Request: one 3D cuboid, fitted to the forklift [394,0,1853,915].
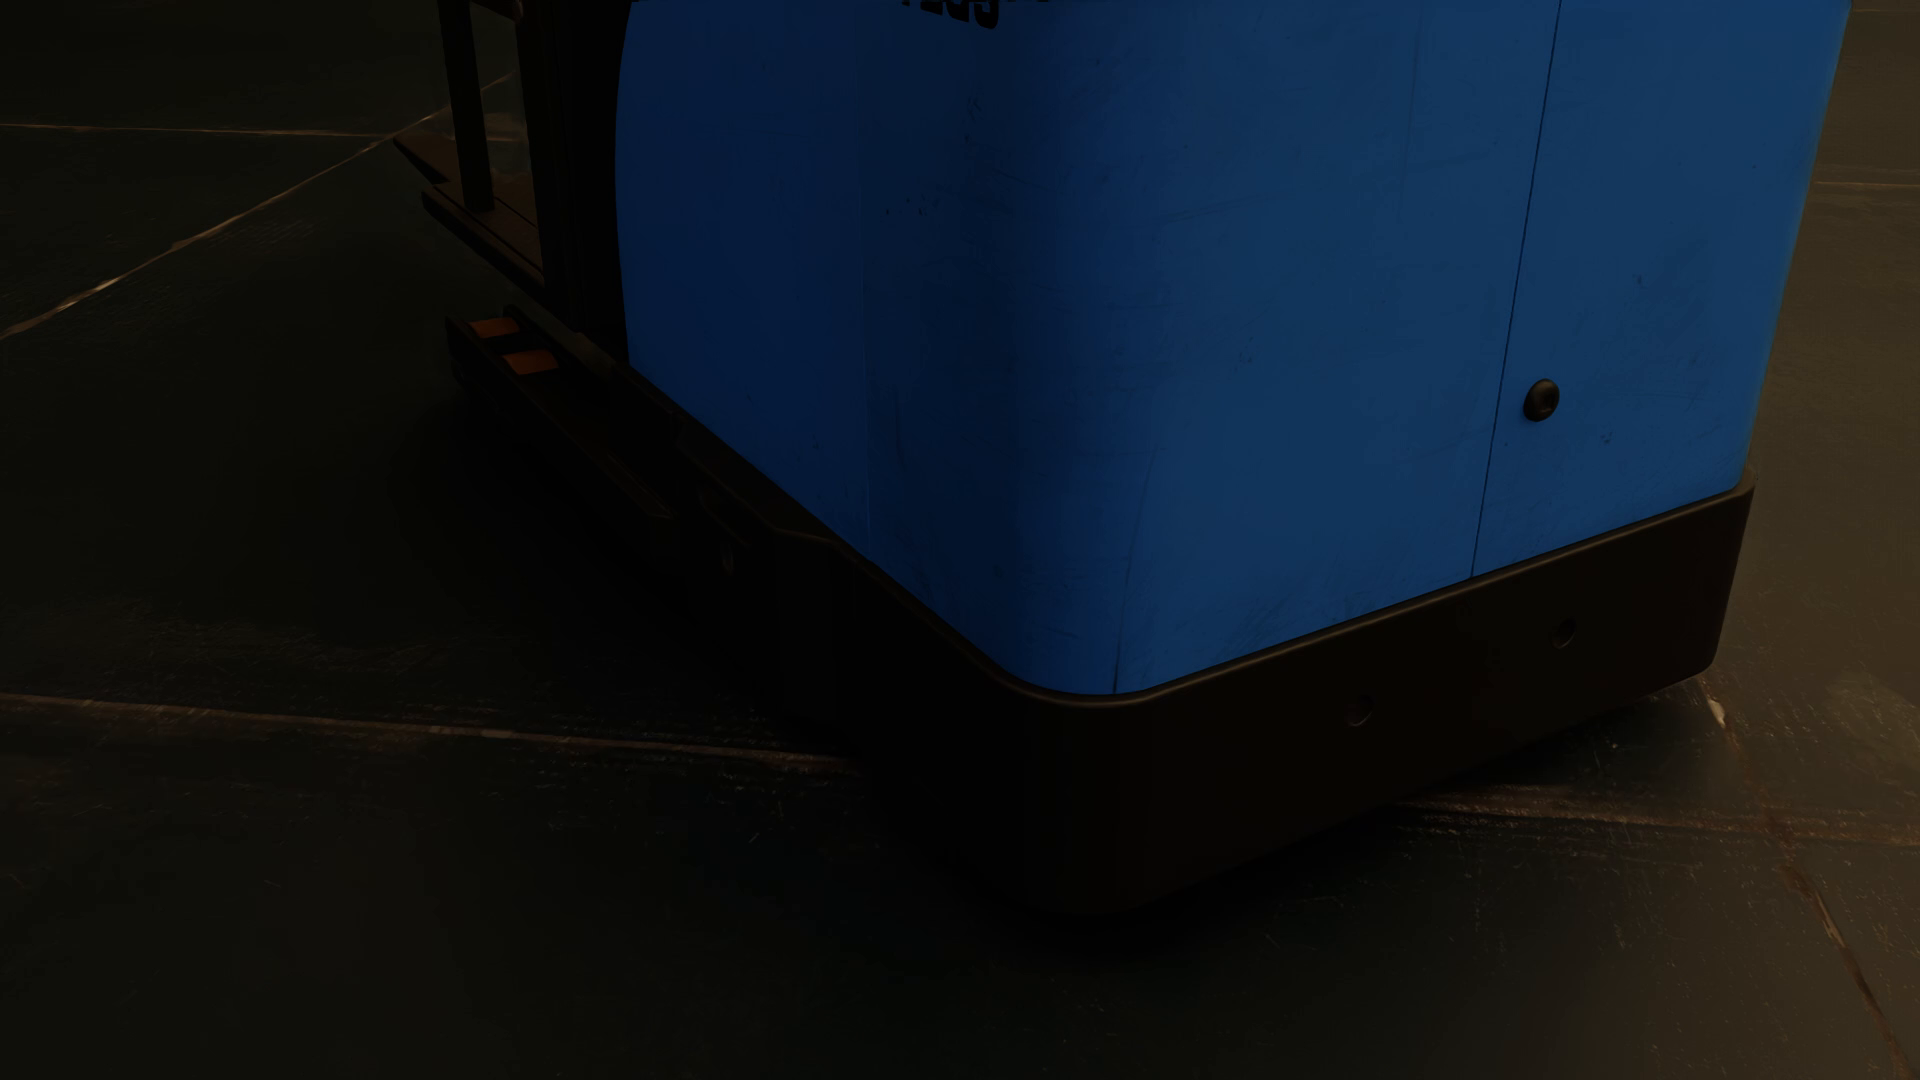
[{"bbox_3d":[-0.253,-1.564,2.353,1.130,2.935,3.031,-15,30,-28],"label":"forklift"}]
